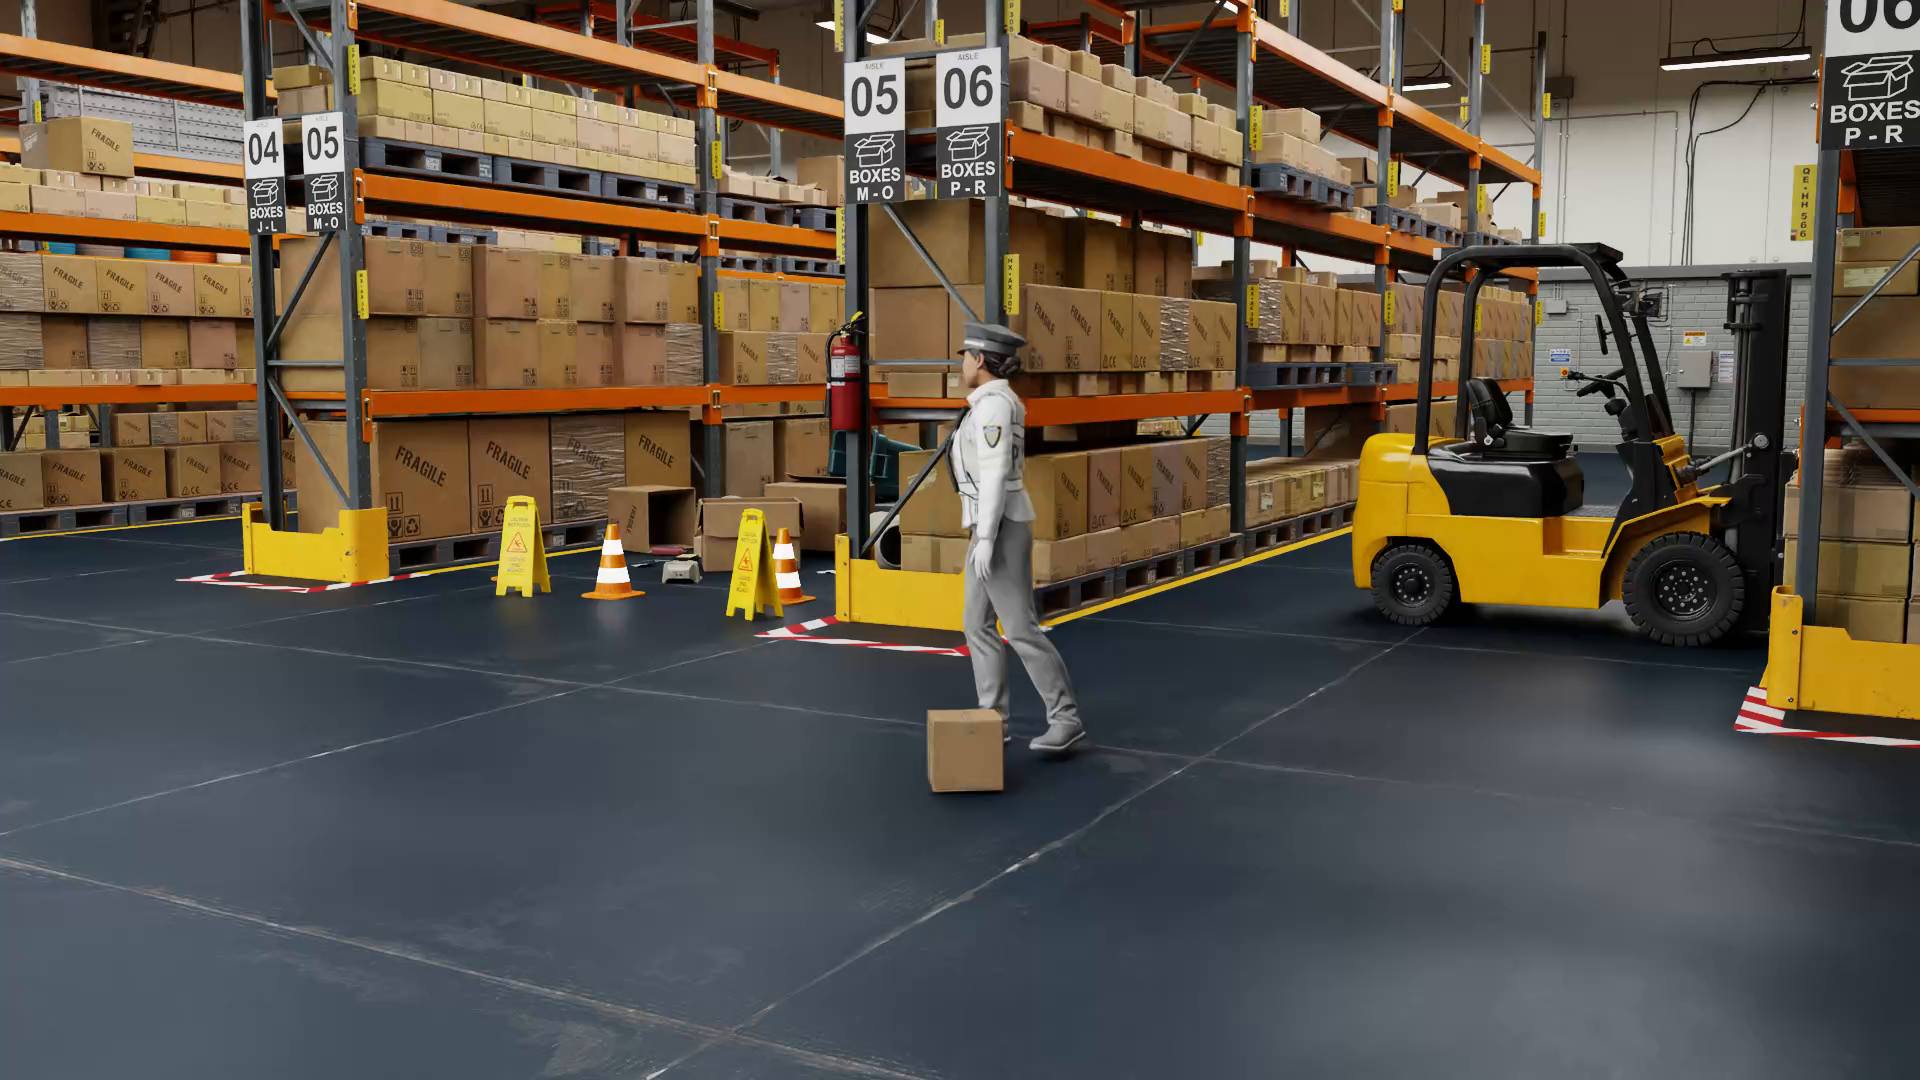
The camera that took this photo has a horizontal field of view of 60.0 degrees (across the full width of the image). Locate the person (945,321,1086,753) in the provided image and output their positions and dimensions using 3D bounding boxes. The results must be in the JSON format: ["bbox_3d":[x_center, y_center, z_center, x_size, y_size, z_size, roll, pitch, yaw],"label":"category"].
[{"bbox_3d":[0.212,-0.014,6.465,0.569,1.667,0.536,1,6,5],"label":"person"}]
